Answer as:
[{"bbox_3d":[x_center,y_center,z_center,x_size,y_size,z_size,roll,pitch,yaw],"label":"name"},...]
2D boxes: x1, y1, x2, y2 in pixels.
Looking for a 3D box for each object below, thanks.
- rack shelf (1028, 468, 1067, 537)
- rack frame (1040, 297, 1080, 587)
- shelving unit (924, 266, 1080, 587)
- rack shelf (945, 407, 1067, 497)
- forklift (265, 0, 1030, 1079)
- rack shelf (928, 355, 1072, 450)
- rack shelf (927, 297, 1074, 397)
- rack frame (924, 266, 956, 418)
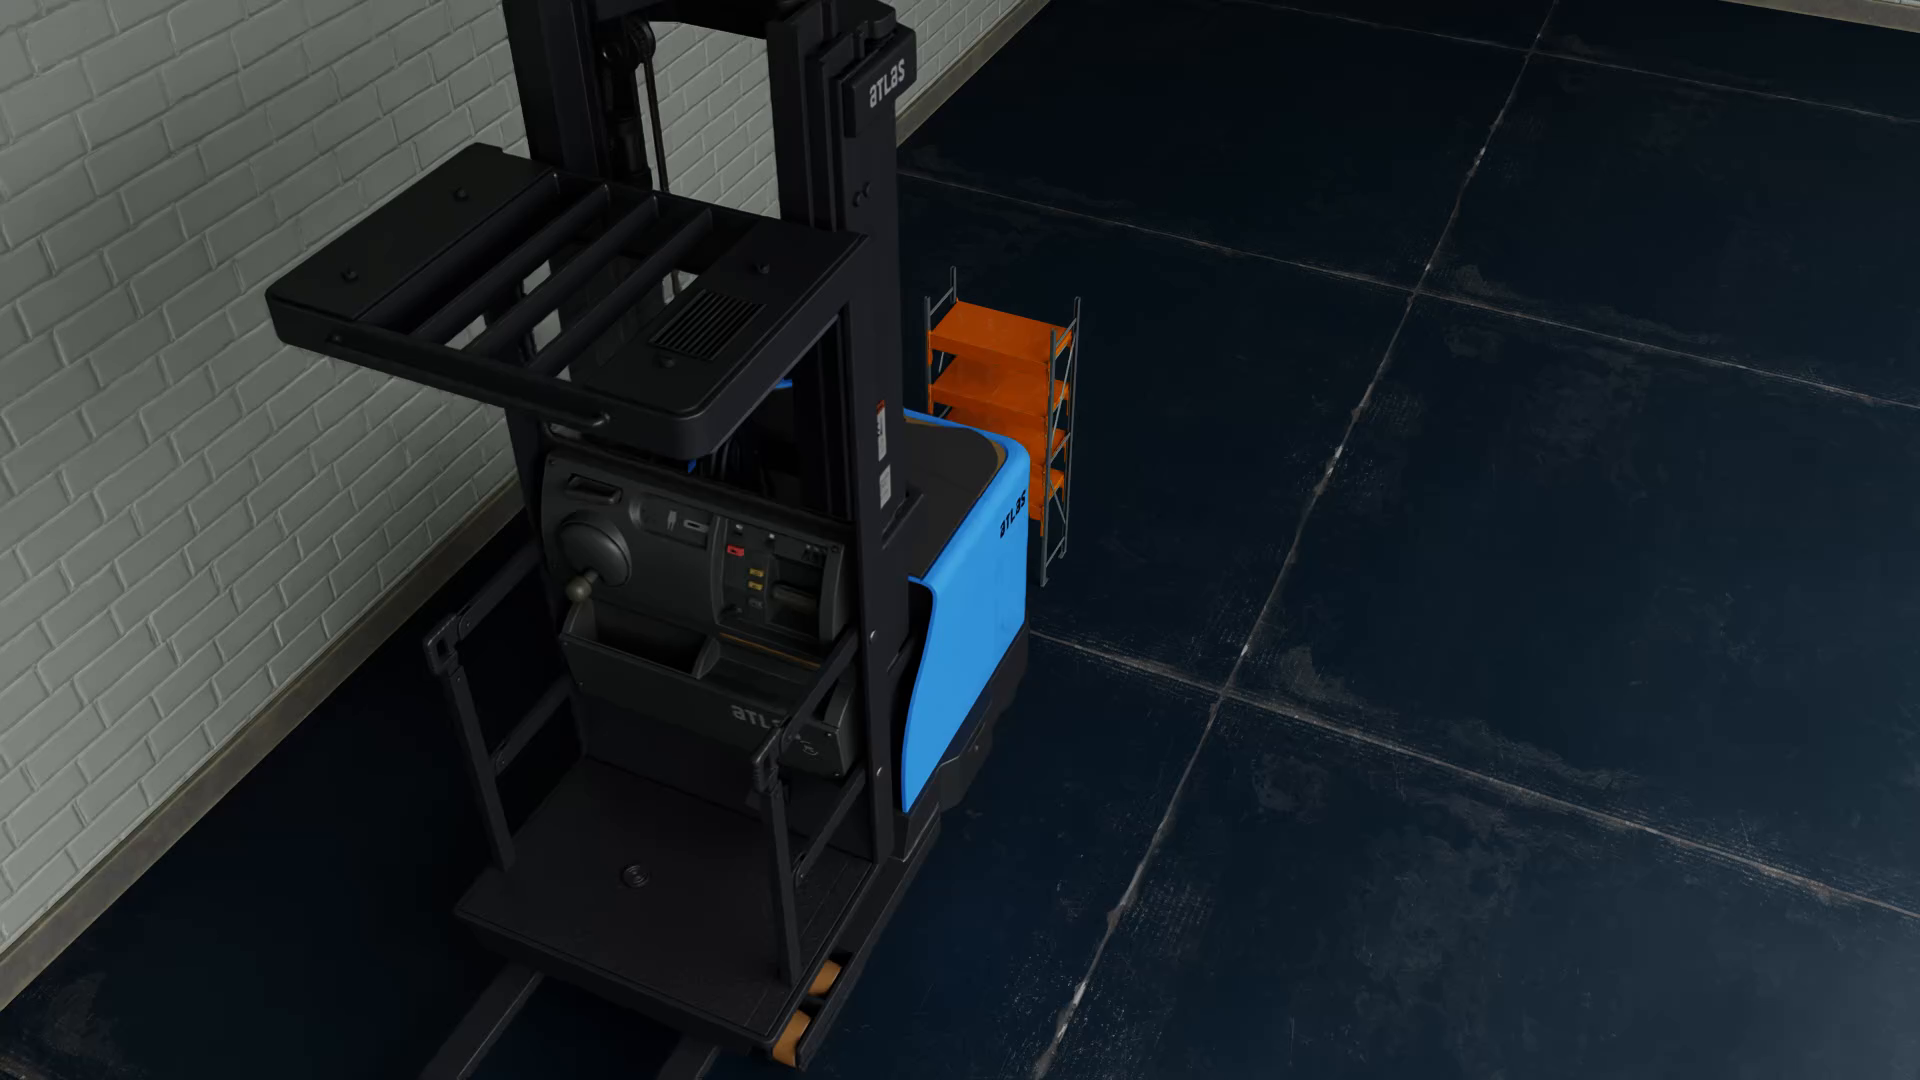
[{"bbox_3d":[0.150,-0.207,6.478,0.480,0.148,0.258,17,44,19],"label":"rack shelf"},{"bbox_3d":[0.371,-0.340,6.226,0.015,1.200,0.240,17,44,19],"label":"rack frame"},{"bbox_3d":[0.150,-0.408,6.304,0.503,1.200,0.258,17,44,19],"label":"shelving unit"},{"bbox_3d":[0.150,-0.357,6.348,0.480,0.148,0.258,17,44,19],"label":"rack shelf"},{"bbox_3d":[-0.822,0.127,4.365,1.130,2.935,3.031,17,44,18],"label":"forklift"},{"bbox_3d":[0.150,-0.526,6.202,0.480,0.148,0.258,17,44,19],"label":"rack shelf"},{"bbox_3d":[0.150,-0.704,6.047,0.480,0.148,0.258,17,44,19],"label":"rack shelf"},{"bbox_3d":[-0.071,-0.475,6.382,0.015,1.200,0.240,17,44,19],"label":"rack frame"}]
